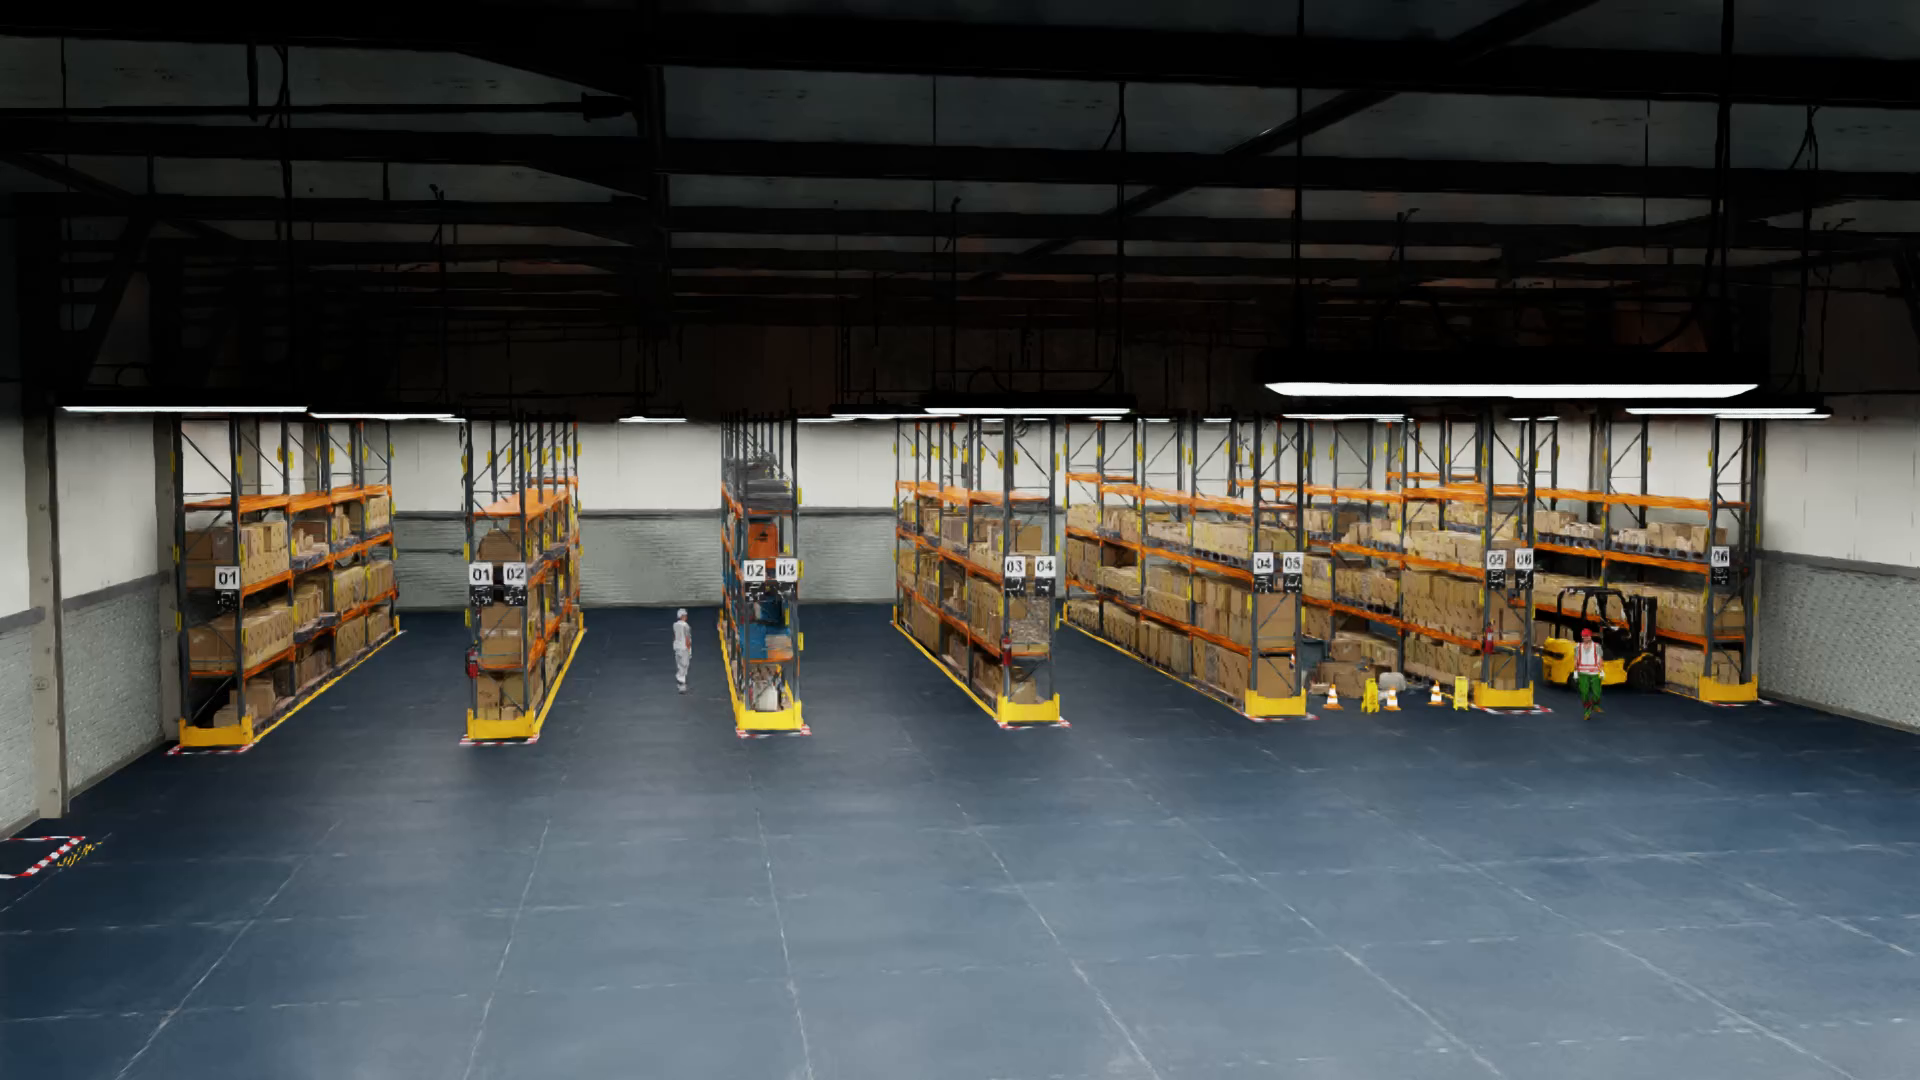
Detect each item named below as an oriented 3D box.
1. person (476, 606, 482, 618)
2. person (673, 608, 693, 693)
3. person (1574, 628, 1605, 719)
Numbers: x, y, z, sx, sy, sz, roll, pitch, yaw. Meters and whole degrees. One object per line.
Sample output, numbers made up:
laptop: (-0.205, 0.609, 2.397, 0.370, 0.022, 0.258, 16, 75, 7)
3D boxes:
person: (-14.004, 1.510, 48.936, 0.598, 1.619, 0.507, -1, 4, -12)
person: (-5.868, 2.346, 35.403, 0.450, 1.781, 0.605, -3, 5, -41)
person: (12.236, 2.583, 32.327, 0.587, 1.780, 0.573, 2, 4, 26)
